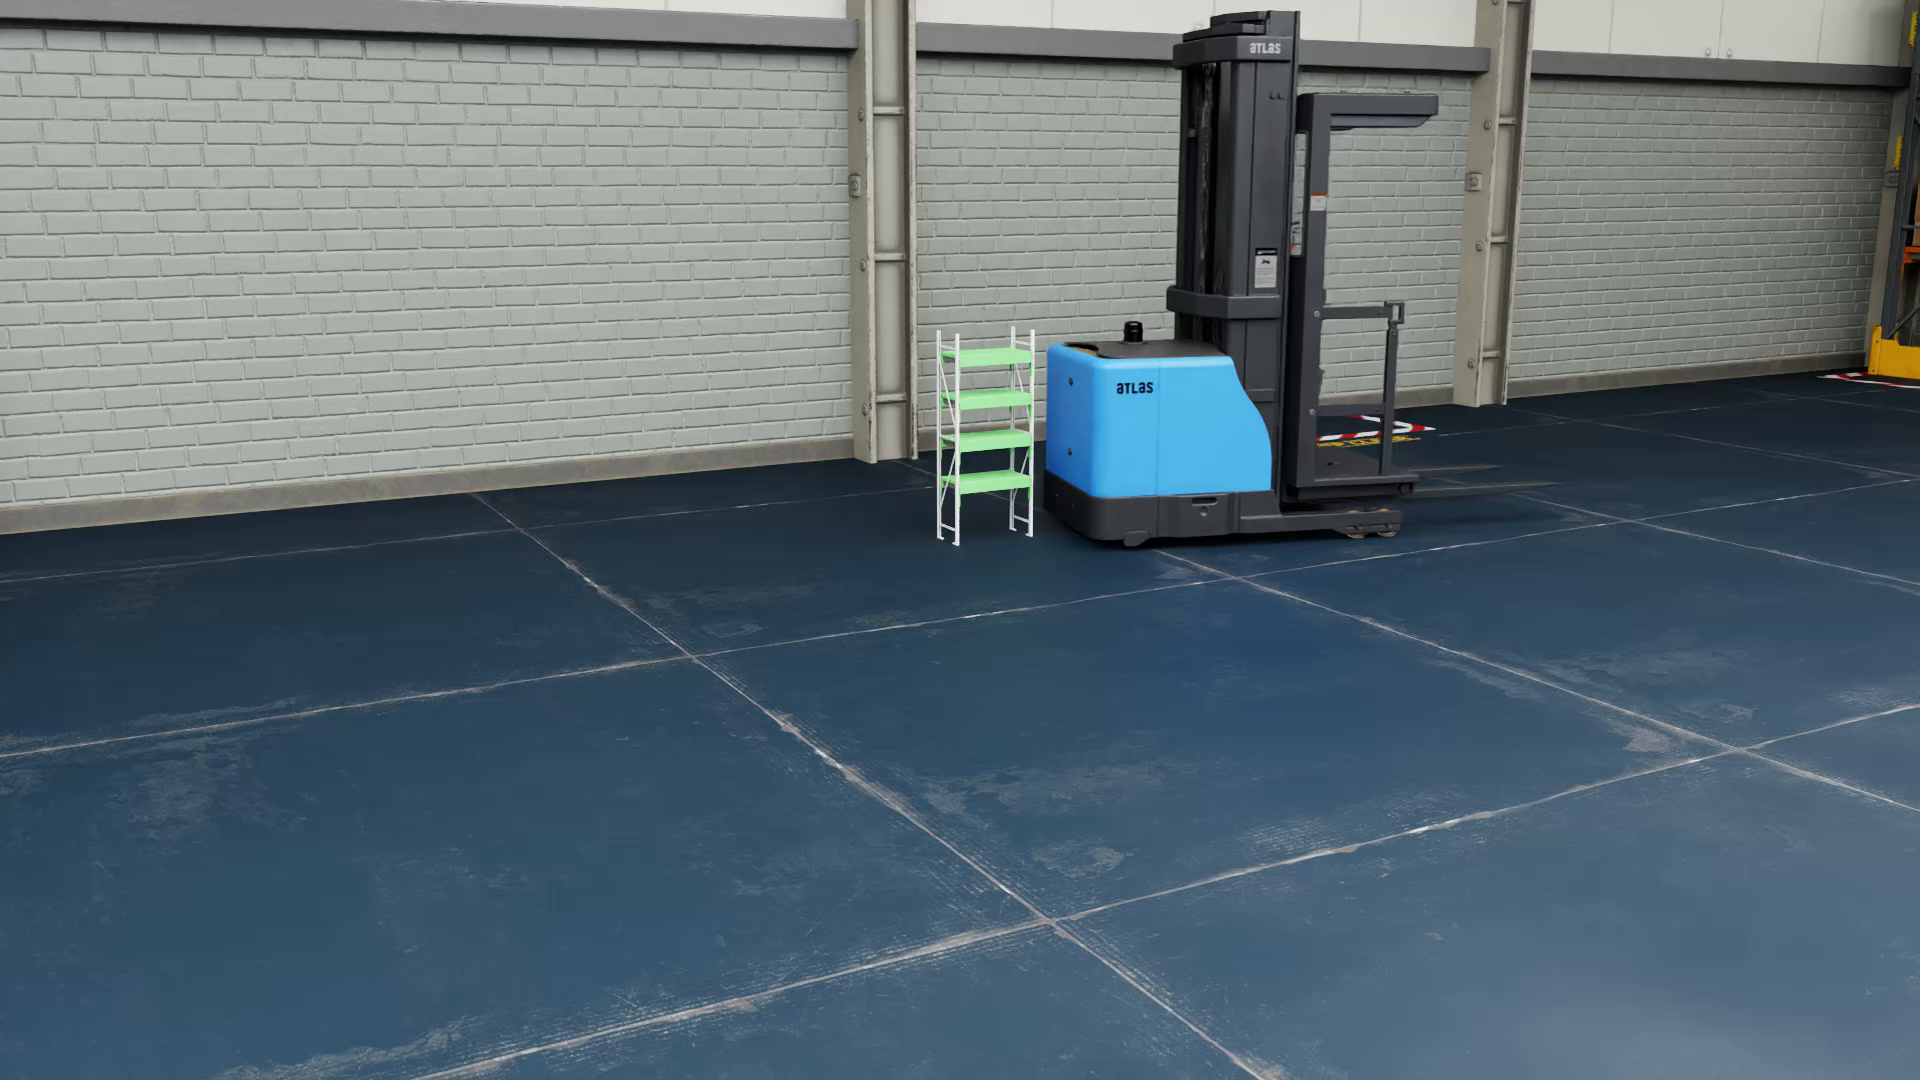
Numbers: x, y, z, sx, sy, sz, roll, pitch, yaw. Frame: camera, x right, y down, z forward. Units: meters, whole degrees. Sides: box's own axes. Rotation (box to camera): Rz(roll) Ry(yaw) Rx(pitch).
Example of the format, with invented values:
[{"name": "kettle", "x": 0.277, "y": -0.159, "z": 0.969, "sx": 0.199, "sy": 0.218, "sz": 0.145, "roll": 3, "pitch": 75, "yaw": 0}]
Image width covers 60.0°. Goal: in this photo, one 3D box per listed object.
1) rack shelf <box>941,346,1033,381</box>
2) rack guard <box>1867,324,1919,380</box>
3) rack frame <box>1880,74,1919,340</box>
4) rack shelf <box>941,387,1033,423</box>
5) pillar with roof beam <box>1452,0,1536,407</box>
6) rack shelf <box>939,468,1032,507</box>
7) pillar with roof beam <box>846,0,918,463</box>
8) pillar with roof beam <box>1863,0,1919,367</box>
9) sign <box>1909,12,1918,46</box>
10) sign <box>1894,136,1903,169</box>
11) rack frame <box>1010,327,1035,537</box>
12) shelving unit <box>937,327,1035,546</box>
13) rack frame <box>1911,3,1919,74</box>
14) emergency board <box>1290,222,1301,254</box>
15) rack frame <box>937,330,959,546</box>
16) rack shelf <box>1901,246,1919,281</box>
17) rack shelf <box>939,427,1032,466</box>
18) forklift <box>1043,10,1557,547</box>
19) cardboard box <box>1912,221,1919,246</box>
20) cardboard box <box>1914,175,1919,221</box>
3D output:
[{"name": "rack shelf", "x": 0.145, "y": -1.009, "z": 9.463, "sx": 0.480, "sy": 0.148, "sz": 0.258, "roll": -7, "pitch": 14, "yaw": -28}, {"name": "rack guard", "x": 9.847, "y": -1.882, "z": 16.835, "sx": 0.348, "sy": 0.500, "sz": 1.175, "roll": -7, "pitch": 14, "yaw": -28}, {"name": "rack frame", "x": 9.780, "y": -3.094, "z": 16.525, "sx": 0.127, "sy": 3.000, "sz": 1.000, "roll": -7, "pitch": 14, "yaw": -28}, {"name": "rack shelf", "x": 0.145, "y": -0.775, "z": 9.516, "sx": 0.480, "sy": 0.148, "sz": 0.258, "roll": -7, "pitch": 14, "yaw": -28}, {"name": "pillar with roof beam", "x": 6.777, "y": -4.800, "z": 10.443, "sx": 0.400, "sy": 9.000, "sz": 9.100, "roll": -7, "pitch": 14, "yaw": -28}, {"name": "rack shelf", "x": 0.145, "y": -0.306, "z": 9.622, "sx": 0.480, "sy": 0.148, "sz": 0.258, "roll": -7, "pitch": 14, "yaw": -28}, {"name": "pillar with roof beam", "x": 1.510, "y": -4.169, "z": 7.638, "sx": 0.400, "sy": 9.000, "sz": 9.100, "roll": -7, "pitch": 14, "yaw": -28}, {"name": "pillar with roof beam", "x": 12.043, "y": -5.431, "z": 13.247, "sx": 0.400, "sy": 9.000, "sz": 9.100, "roll": -7, "pitch": 14, "yaw": -28}, {"name": "sign", "x": 9.532, "y": -5.098, "z": 16.583, "sx": 0.005, "sy": 0.325, "sz": 0.100, "roll": -7, "pitch": 14, "yaw": -28}, {"name": "sign", "x": 9.532, "y": -3.922, "z": 16.847, "sx": 0.005, "sy": 0.325, "sz": 0.100, "roll": -7, "pitch": 14, "yaw": -28}, {"name": "rack frame", "x": 0.359, "y": -0.628, "z": 9.669, "sx": 0.015, "sy": 1.200, "sz": 0.240, "roll": -7, "pitch": 14, "yaw": -28}, {"name": "shelving unit", "x": 0.145, "y": -0.603, "z": 9.555, "sx": 0.503, "sy": 1.200, "sz": 0.258, "roll": -7, "pitch": 14, "yaw": -28}, {"name": "rack frame", "x": 9.780, "y": -6.021, "z": 15.866, "sx": 0.127, "sy": 3.000, "sz": 1.000, "roll": -7, "pitch": 14, "yaw": -28}, {"name": "emergency board", "x": 2.527, "y": -2.450, "z": 13.665, "sx": 0.643, "sy": 1.169, "sz": 0.194, "roll": -7, "pitch": 14, "yaw": -28}, {"name": "rack frame", "x": -0.069, "y": -0.577, "z": 9.441, "sx": 0.015, "sy": 1.200, "sz": 0.240, "roll": -7, "pitch": 14, "yaw": -28}, {"name": "rack shelf", "x": 11.536, "y": -2.953, "z": 17.538, "sx": 4.000, "sy": 0.370, "sz": 1.077, "roll": -7, "pitch": 14, "yaw": -28}, {"name": "rack shelf", "x": 0.145, "y": -0.540, "z": 9.569, "sx": 0.480, "sy": 0.148, "sz": 0.258, "roll": -7, "pitch": 14, "yaw": -28}, {"name": "forklift", "x": 2.083, "y": -1.545, "z": 9.797, "sx": 3.031, "sy": 2.935, "sz": 1.130, "roll": -3, "pitch": 13, "yaw": -14}, {"name": "cardboard box", "x": 10.098, "y": -3.117, "z": 16.923, "sx": 0.500, "sy": 0.250, "sz": 0.500, "roll": -7, "pitch": 14, "yaw": -27}, {"name": "cardboard box", "x": 10.092, "y": -3.487, "z": 16.859, "sx": 0.500, "sy": 0.500, "sz": 0.500, "roll": -7, "pitch": 14, "yaw": -28}]
